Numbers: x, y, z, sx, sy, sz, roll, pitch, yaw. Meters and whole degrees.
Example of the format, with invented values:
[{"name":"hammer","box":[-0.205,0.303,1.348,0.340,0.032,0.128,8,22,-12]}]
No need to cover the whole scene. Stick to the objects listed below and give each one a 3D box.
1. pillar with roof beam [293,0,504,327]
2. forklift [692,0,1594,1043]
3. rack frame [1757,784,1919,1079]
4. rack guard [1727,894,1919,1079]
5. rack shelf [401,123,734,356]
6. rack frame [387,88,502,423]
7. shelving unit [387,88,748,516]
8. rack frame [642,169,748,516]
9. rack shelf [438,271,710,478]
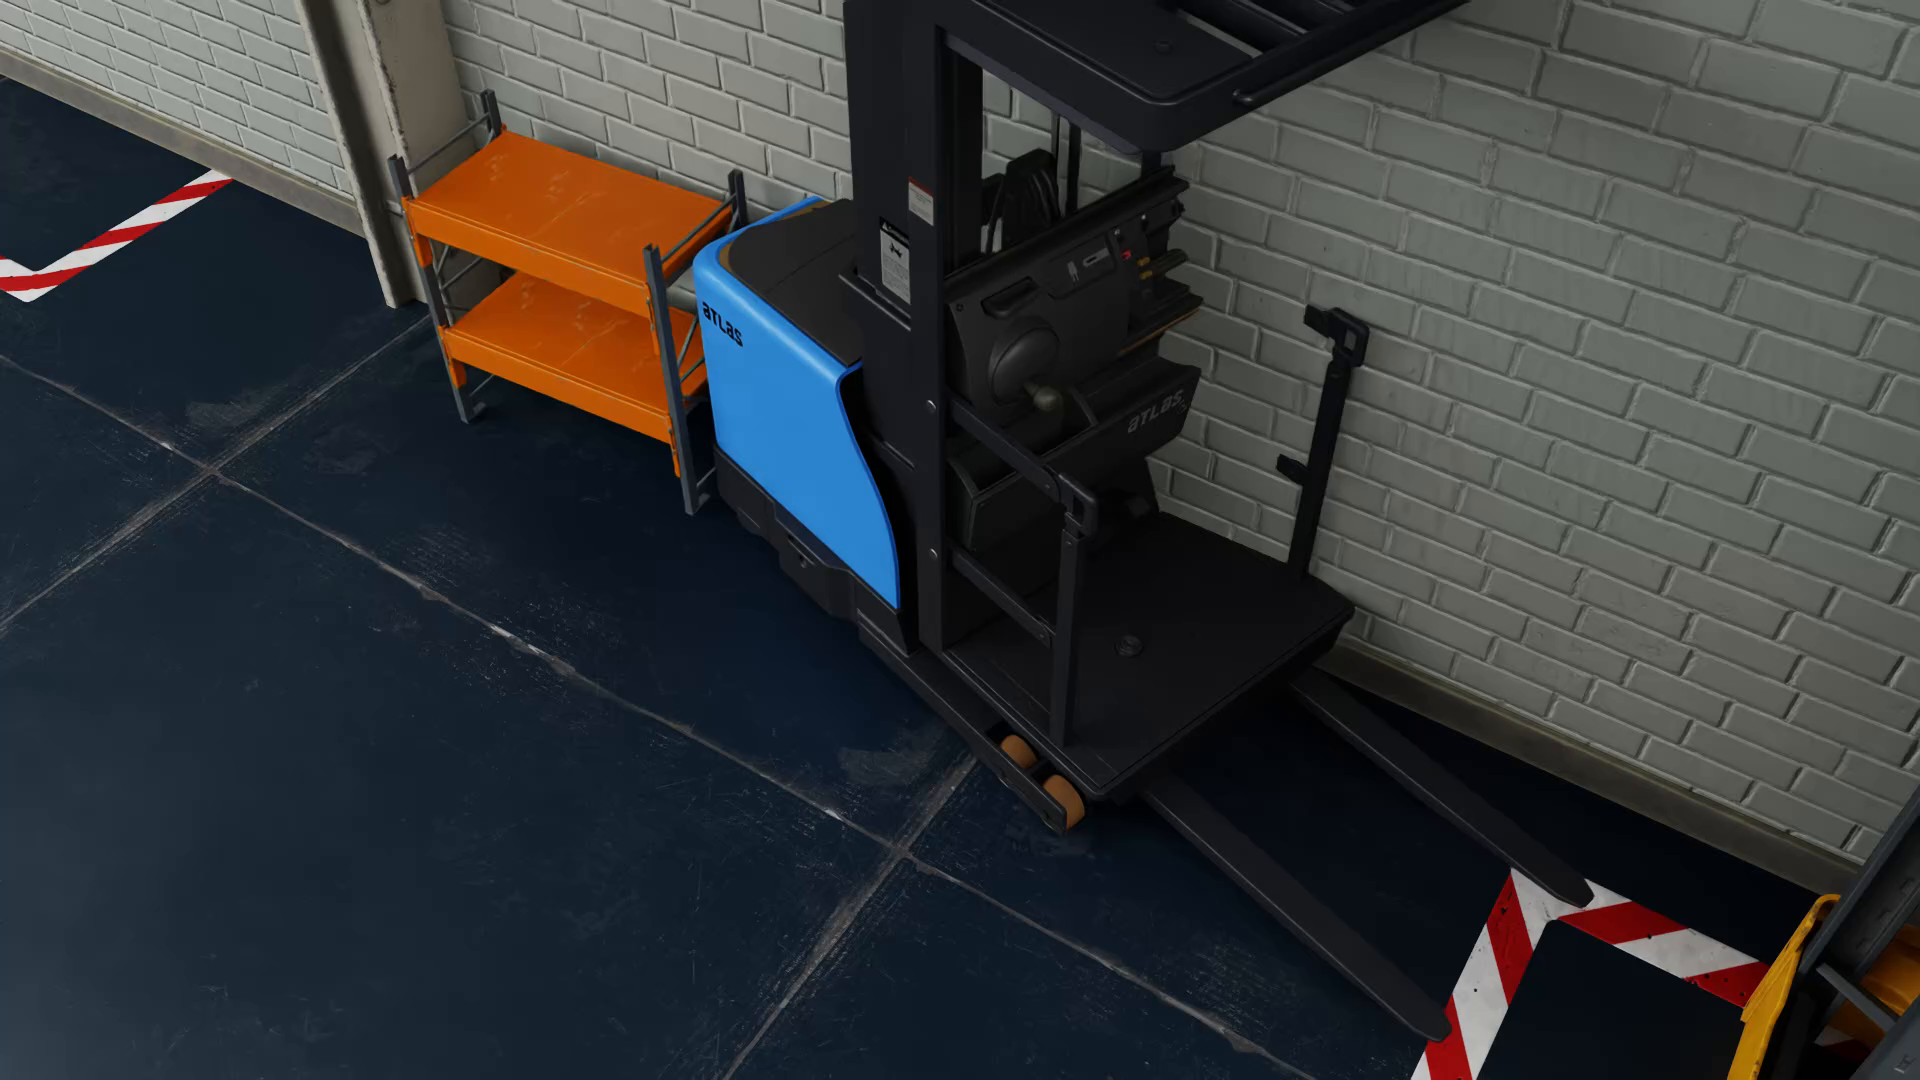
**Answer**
[{"name":"pillar with roof beam","box":[-4.378,-1.500,0.933,0.400,9.000,9.100,25,51,22]},{"name":"forklift","box":[0.489,-0.578,4.268,1.130,2.935,3.031,-31,53,-27]},{"name":"rack frame","box":[1.941,0.566,3.108,0.127,3.000,1.000,25,51,22]},{"name":"rack guard","box":[2.005,1.467,3.976,0.348,0.500,1.175,25,51,22]},{"name":"rack shelf","box":[-1.275,-1.018,5.547,1.000,0.278,0.538,21,50,20]},{"name":"rack frame","box":[-1.721,-0.989,5.927,0.032,1.125,0.500,21,50,20]},{"name":"shelving unit","box":[-1.275,-0.814,5.756,1.048,1.125,0.538,21,50,20]},{"name":"rack frame","box":[-0.829,-0.639,5.586,0.032,1.125,0.500,21,50,20]},{"name":"rack shelf","box":[-1.275,-0.643,5.932,1.000,0.278,0.538,21,50,20]}]
